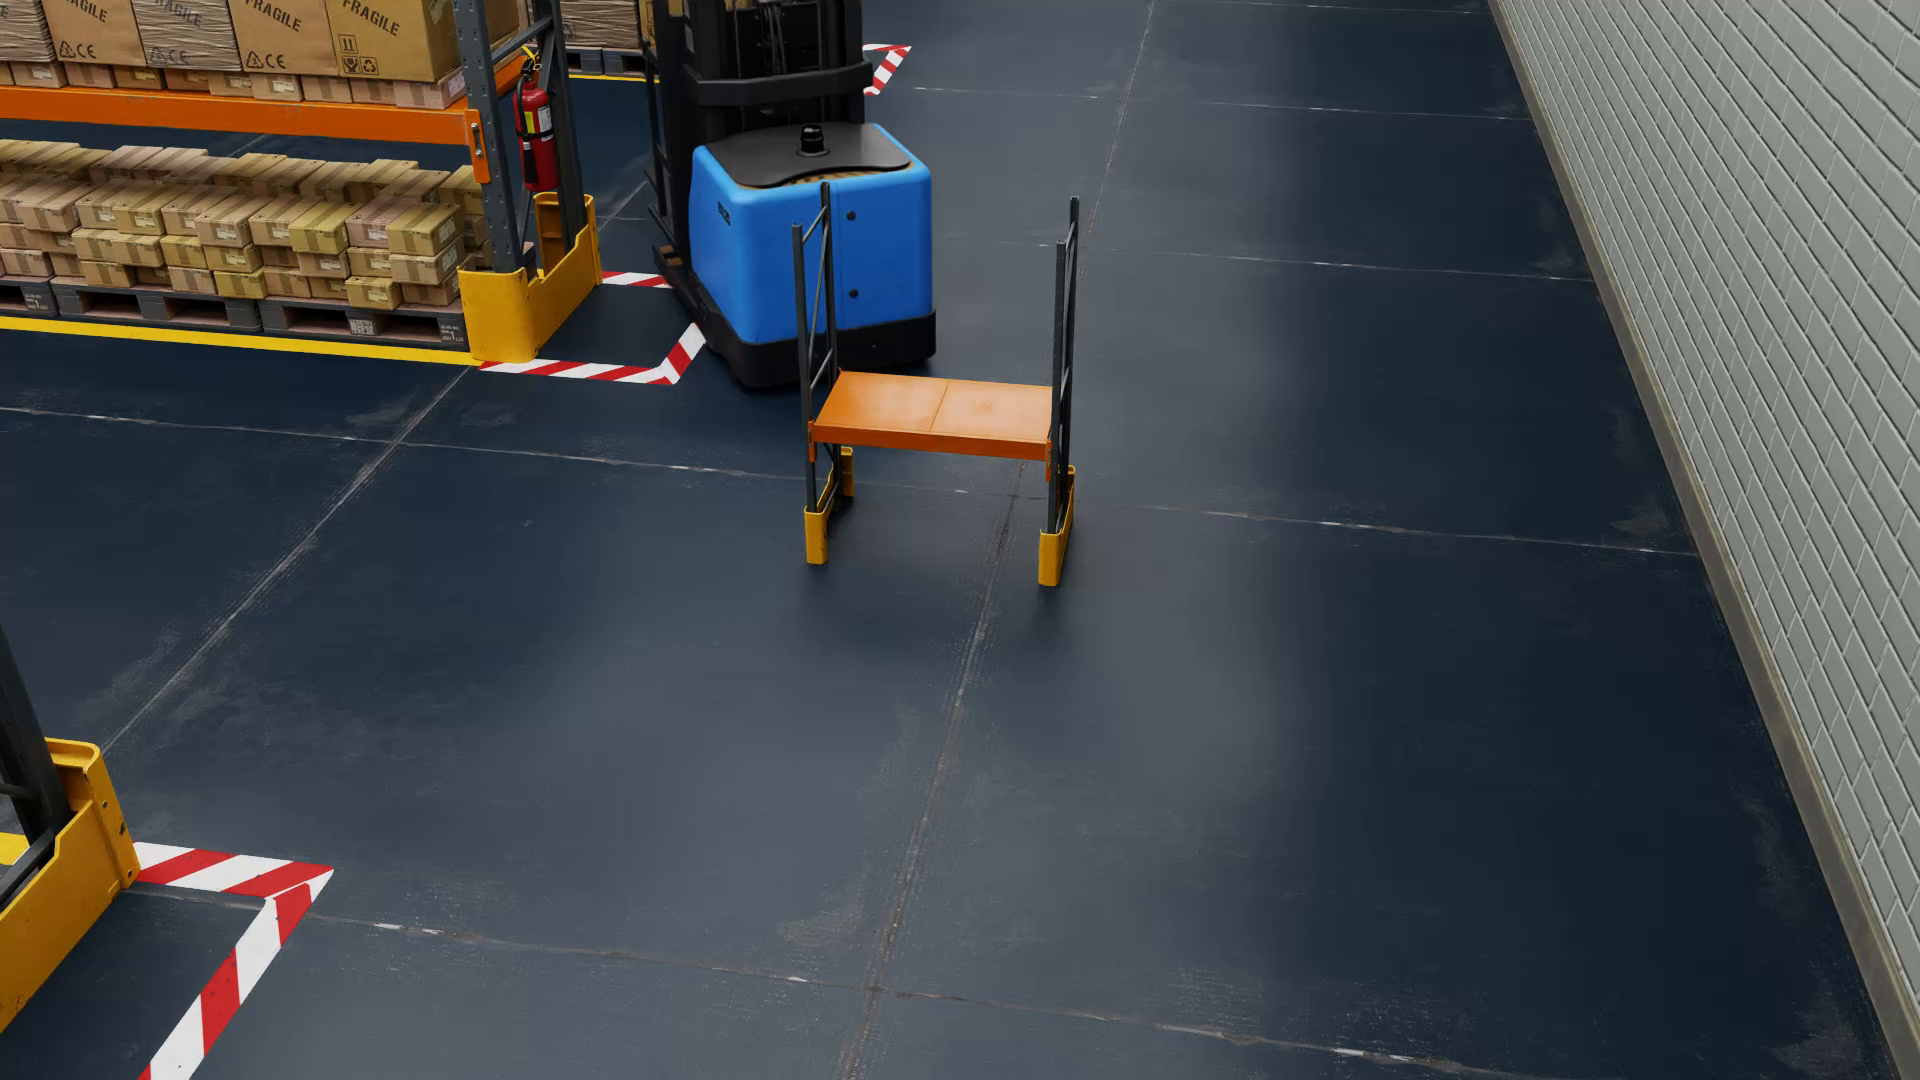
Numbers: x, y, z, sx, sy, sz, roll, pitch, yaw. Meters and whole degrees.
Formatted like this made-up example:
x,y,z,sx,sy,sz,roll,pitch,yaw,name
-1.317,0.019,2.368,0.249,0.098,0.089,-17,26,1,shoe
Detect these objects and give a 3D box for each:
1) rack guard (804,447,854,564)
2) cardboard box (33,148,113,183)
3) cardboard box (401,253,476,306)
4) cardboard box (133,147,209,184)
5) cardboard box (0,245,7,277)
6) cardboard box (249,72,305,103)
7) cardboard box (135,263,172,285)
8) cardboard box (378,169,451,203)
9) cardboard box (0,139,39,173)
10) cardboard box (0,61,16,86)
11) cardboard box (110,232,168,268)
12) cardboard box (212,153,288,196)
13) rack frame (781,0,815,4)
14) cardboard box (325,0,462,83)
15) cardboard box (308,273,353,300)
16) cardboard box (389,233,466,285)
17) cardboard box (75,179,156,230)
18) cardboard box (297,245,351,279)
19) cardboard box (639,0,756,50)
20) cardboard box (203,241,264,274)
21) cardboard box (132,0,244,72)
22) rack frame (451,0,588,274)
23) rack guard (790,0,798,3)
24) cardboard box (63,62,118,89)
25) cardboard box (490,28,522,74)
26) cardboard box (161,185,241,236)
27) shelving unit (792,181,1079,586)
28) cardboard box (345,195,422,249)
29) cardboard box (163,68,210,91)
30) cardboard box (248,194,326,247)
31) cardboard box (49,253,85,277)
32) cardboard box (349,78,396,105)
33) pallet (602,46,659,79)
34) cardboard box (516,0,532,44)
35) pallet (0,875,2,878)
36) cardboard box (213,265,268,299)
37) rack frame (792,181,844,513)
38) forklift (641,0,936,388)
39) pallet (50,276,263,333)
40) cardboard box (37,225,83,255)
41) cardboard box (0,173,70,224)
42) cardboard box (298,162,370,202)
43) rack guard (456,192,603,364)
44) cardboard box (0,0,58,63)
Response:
x,y,z,sx,sy,sz,roll,pitch,yaw,name
-0.566,-0.157,7.266,0.087,0.250,0.587,5,32,8,rack guard
-5.057,-2.105,9.516,0.250,0.149,0.380,6,33,10,cardboard box
-2.810,-1.414,8.973,0.250,0.149,0.380,6,32,9,cardboard box
-4.506,-2.112,9.527,0.250,0.149,0.380,4,32,6,cardboard box
-5.378,-1.614,9.292,0.250,0.149,0.380,5,32,8,cardboard box
-3.369,-2.348,8.411,0.250,0.149,0.380,6,33,10,cardboard box
-4.337,-1.554,9.197,0.250,0.149,0.380,6,33,10,cardboard box
-3.007,-1.914,9.212,0.250,0.149,0.380,6,33,9,cardboard box
-5.546,-2.187,9.648,0.250,0.149,0.380,6,32,9,cardboard box
-4.931,-2.496,8.647,0.250,0.149,0.380,6,33,9,cardboard box
-4.375,-1.627,9.034,0.250,0.149,0.380,5,32,9,cardboard box
-4.016,-2.060,9.444,0.250,0.149,0.380,6,32,9,cardboard box
-1.322,-5.091,12.557,0.127,3.000,1.000,5,32,8,rack frame
-2.742,-2.580,8.171,0.500,0.500,0.500,6,33,9,cardboard box
-3.326,-1.452,9.034,0.250,0.149,0.380,5,32,8,cardboard box
-2.824,-1.500,8.830,0.250,0.149,0.380,4,32,7,cardboard box
-4.595,-1.836,9.086,0.250,0.149,0.380,4,32,6,cardboard box
-3.337,-1.545,8.902,0.250,0.149,0.380,4,32,6,cardboard box
-1.966,-4.384,13.034,0.875,0.875,0.875,5,32,8,cardboard box
-3.849,-1.585,8.966,0.250,0.149,0.380,6,32,9,cardboard box
-3.750,-2.669,8.313,0.500,0.500,0.500,5,32,8,cardboard box
-2.256,-2.506,8.427,0.127,3.000,1.000,5,32,8,rack frame
-1.298,-4.030,13.217,0.348,0.500,1.175,5,32,8,rack guard
-4.396,-2.469,8.604,0.250,0.149,0.380,6,33,10,cardboard box
-2.520,-2.600,8.814,0.250,0.149,0.380,5,32,8,cardboard box
-4.095,-1.785,9.004,0.250,0.149,0.380,4,32,7,cardboard box
-0.075,-0.643,6.863,1.083,1.500,0.587,5,32,8,shelving unit
-3.058,-1.695,8.862,0.250,0.149,0.380,6,33,9,cardboard box
-3.880,-2.442,8.561,0.250,0.149,0.380,4,32,6,cardboard box
-3.580,-1.708,8.882,0.250,0.149,0.380,4,32,6,cardboard box
-4.848,-1.611,9.288,0.250,0.149,0.380,4,32,6,cardboard box
-2.864,-2.323,8.371,0.250,0.149,0.380,5,32,8,cardboard box
-2.123,-3.940,13.345,1.213,0.211,1.003,5,32,8,pallet
-3.741,-4.545,13.290,0.875,0.875,0.875,5,32,8,cardboard box
-3.790,1.243,5.065,1.213,0.211,1.003,5,32,8,pallet
-3.834,-1.458,9.043,0.250,0.149,0.380,4,32,6,cardboard box
-0.585,-0.689,6.937,0.032,1.500,0.500,5,32,8,rack frame
-1.147,-2.775,8.922,1.130,2.935,3.031,-12,34,-18,forklift
-4.325,-1.532,9.499,1.213,0.211,1.003,5,32,8,pallet
-4.852,-1.718,9.179,0.250,0.149,0.380,7,33,10,cardboard box
-5.114,-1.882,9.160,0.250,0.149,0.380,4,32,7,cardboard box
-3.492,-1.983,9.321,0.250,0.149,0.380,4,32,6,cardboard box
-2.331,-1.454,9.101,0.348,0.500,1.175,5,32,8,rack guard
-4.774,-2.752,8.444,0.500,0.500,0.500,5,32,7,cardboard box
